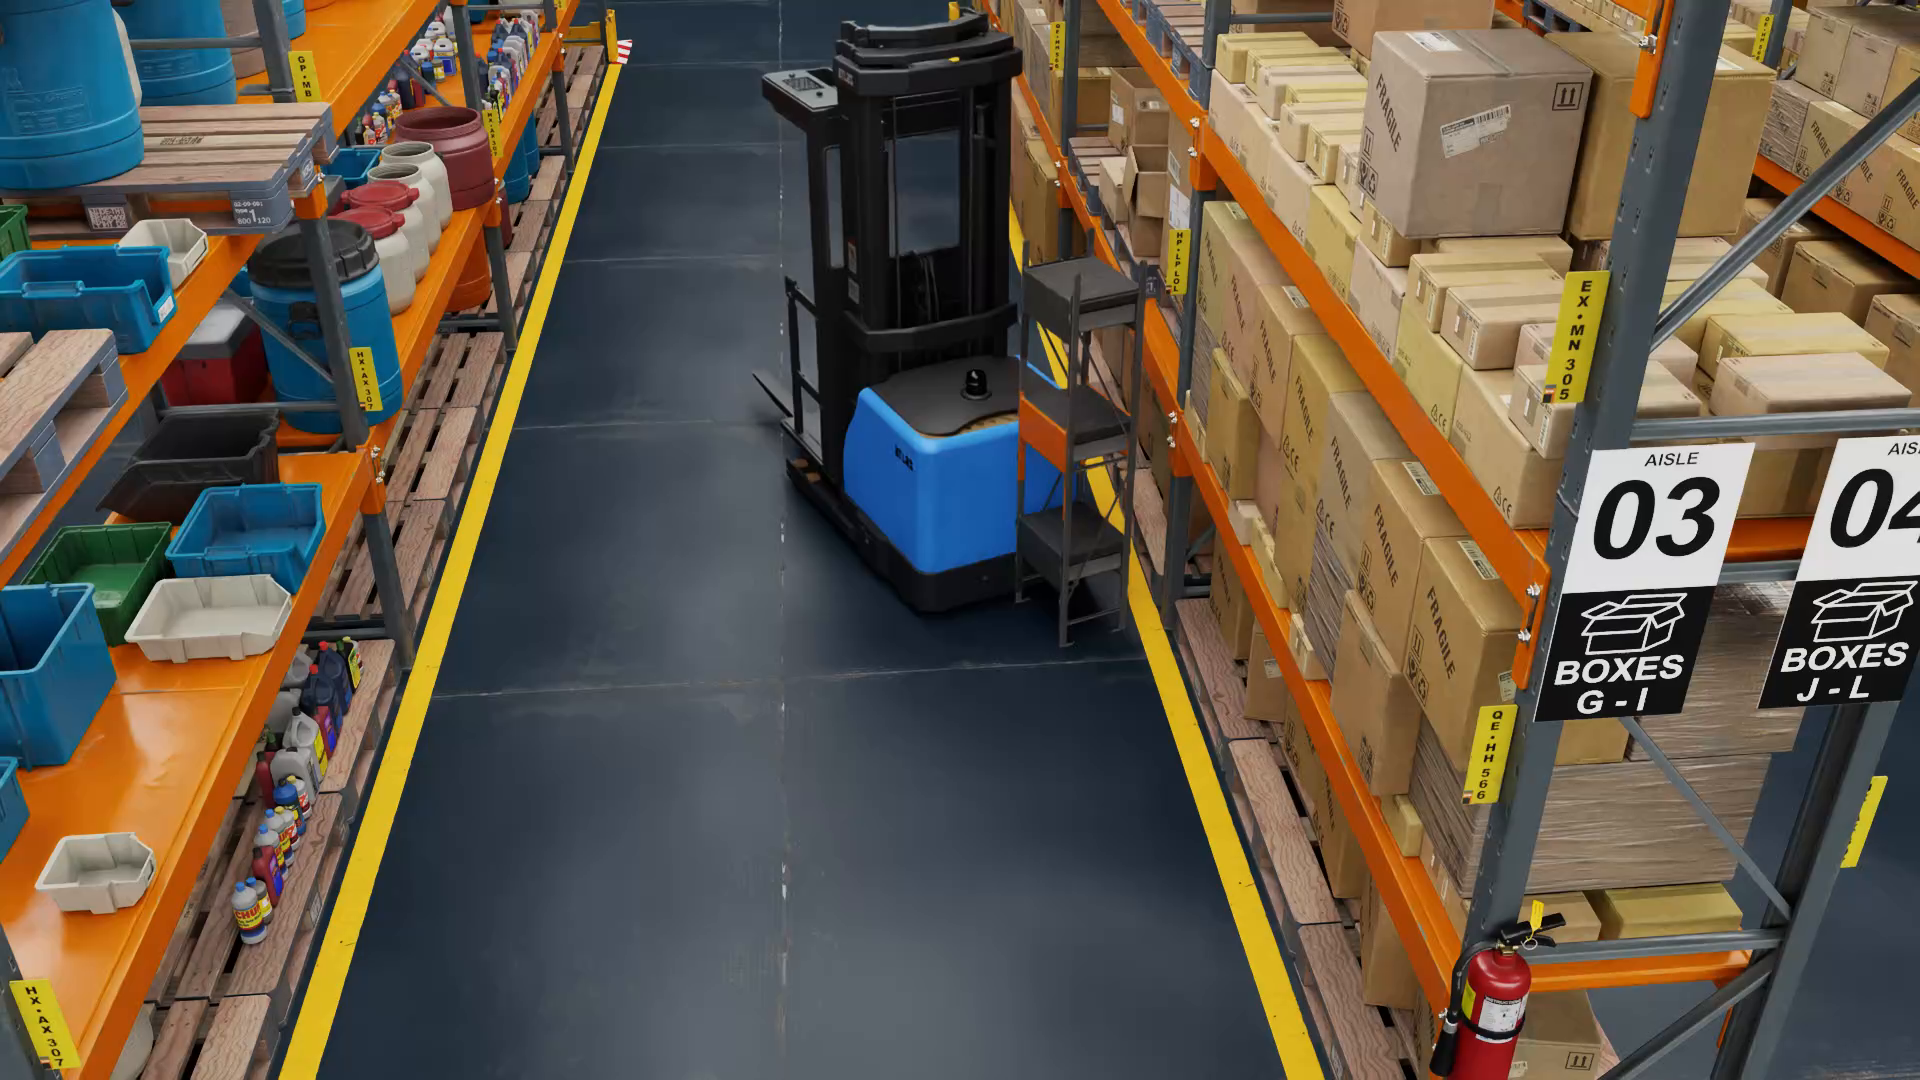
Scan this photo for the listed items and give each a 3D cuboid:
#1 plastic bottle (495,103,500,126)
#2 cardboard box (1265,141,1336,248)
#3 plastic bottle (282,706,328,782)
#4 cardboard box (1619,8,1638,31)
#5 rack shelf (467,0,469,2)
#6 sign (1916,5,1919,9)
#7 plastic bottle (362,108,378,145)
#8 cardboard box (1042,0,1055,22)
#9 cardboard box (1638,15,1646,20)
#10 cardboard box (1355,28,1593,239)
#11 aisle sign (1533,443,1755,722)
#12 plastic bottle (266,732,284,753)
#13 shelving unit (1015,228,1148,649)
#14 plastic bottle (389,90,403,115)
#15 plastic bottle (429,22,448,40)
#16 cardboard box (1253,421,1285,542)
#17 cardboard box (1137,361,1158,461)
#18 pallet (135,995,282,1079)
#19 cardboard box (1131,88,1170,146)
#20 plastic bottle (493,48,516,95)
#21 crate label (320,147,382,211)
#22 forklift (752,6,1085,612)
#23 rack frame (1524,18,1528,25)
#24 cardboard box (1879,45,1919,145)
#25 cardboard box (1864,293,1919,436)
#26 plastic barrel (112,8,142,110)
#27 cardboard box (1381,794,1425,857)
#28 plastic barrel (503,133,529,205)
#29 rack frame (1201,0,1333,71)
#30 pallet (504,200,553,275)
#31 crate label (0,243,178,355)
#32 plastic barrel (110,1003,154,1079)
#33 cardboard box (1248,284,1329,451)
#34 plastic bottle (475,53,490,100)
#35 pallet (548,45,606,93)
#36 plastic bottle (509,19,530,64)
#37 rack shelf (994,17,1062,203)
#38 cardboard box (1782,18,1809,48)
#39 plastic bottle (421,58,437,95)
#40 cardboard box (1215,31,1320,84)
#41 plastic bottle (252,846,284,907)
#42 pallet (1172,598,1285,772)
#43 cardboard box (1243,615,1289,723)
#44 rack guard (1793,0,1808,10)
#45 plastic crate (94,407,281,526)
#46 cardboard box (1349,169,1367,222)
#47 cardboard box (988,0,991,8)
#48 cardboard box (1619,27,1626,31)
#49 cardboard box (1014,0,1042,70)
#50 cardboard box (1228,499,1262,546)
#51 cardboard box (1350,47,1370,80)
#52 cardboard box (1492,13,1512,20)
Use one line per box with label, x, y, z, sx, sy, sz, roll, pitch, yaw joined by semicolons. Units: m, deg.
plastic bottle;-3.474;-3.173;12.331;0.097;0.201;0.097;0;31;0
cardboard box;1.467;-1.309;6.238;0.500;0.250;0.500;-4;31;-7
plastic bottle;-2.947;0.911;7.453;0.144;0.351;0.185;-3;31;-5
cardboard box;5.541;-4.169;13.350;0.380;0.149;0.250;-2;31;-3
rack shelf;-3.903;-4.657;12.398;1.077;0.370;4.000;-3;31;-5
sign;6.716;-3.606;11.732;0.100;0.325;0.005;-3;31;-5
plastic bottle;-4.200;-2.911;11.812;0.061;0.283;0.133;-3;31;-5
cardboard box;1.036;-4.417;13.144;0.797;0.503;0.637;-2;31;-3
cardboard box;5.570;-4.158;13.041;0.380;0.149;0.250;-3;31;-5
cardboard box;1.566;-1.262;5.138;0.500;0.500;0.500;-3;31;-5
aisle sign;1.670;0.120;4.089;0.394;0.787;0.004;-3;31;-5
plastic bottle;-3.046;0.958;7.440;0.061;0.283;0.133;-3;31;-5
shelving unit;0.596;-0.487;8.518;0.431;2.100;0.503;-15;34;-23
plastic bottle;-4.256;-3.283;12.515;0.097;0.201;0.097;0;31;0
plastic bottle;-4.391;-4.205;13.985;0.152;0.276;0.135;-3;31;-5
cardboard box;1.728;-0.283;6.910;0.875;0.500;0.500;-3;31;-5
cardboard box;1.475;-0.812;10.193;0.700;0.500;0.500;-5;31;-9
pallet;-3.093;2.173;5.906;1.003;0.211;1.213;-3;31;-5
cardboard box;1.458;-2.563;10.610;0.700;0.500;0.500;2;31;3
plastic bottle;-3.575;-3.662;13.004;0.144;0.351;0.185;-3;31;-5
crate label;-3.892;-2.152;10.393;0.502;0.435;0.616;-3;31;-5
forklift;-0.420;-1.603;9.576;1.130;2.935;3.031;-15;34;-23
rack frame;5.789;-5.122;15.401;1.000;3.000;0.127;-3;31;-5
cardboard box;6.294;-2.803;10.445;0.700;0.500;0.500;-3;31;-5
cardboard box;6.303;-1.058;10.380;1.050;0.750;0.750;-3;31;-5
plastic barrel;-3.497;-1.902;6.565;0.421;0.512;0.421;0;31;0
cardboard box;1.633;0.910;5.547;0.380;0.149;0.250;-3;31;-5
plastic barrel;-3.989;-3.339;14.051;0.600;0.901;0.708;-3;31;-5
rack frame;1.589;-3.428;6.713;1.000;3.000;0.127;-3;31;-5
pallet;-3.942;-2.482;13.699;1.003;0.211;1.213;-3;31;-5
crate label;-2.814;-0.768;5.330;0.502;0.251;0.408;-3;31;-5
plastic barrel;-3.153;1.727;5.950;0.421;0.512;0.421;0;31;0
cardboard box;1.473;-0.699;6.633;0.500;0.500;0.500;-3;31;-5
plastic bottle;-3.714;-3.586;12.877;0.144;0.351;0.185;-3;31;-5
pallet;-4.425;-5.121;18.118;1.003;0.211;1.213;-3;31;-5
plastic bottle;-3.661;-4.130;13.787;0.144;0.351;0.185;-3;31;-5
rack shelf;1.029;-3.607;13.564;1.077;0.370;4.000;-3;31;-5
cardboard box;6.285;-3.790;12.426;0.380;0.149;0.250;-4;31;-6
plastic bottle;-4.172;-3.645;13.053;0.097;0.271;0.097;0;31;0
cardboard box;1.313;-2.066;7.116;0.380;0.149;0.250;-4;31;-6
plastic bottle;-2.830;1.348;6.788;0.061;0.283;0.133;-2;31;-4
pallet;1.687;0.686;8.395;1.003;0.211;1.213;-3;31;-5
cardboard box;1.648;0.539;7.951;0.500;0.500;0.500;7;32;11
rack guard;10.332;-6.393;19.965;1.175;0.500;0.348;-3;31;-5
plastic crate;-3.420;-0.315;7.412;0.767;0.338;0.504;-3;31;-5
cardboard box;1.533;-1.138;5.562;0.380;0.149;0.250;-4;31;-7
cardboard box;0.463;-5.100;15.609;0.380;0.149;0.250;-2;31;-4
cardboard box;5.545;-4.038;13.420;0.380;0.149;0.250;-2;31;-3
cardboard box;0.730;-4.220;13.793;0.500;0.500;0.500;-3;31;-6
cardboard box;1.386;-0.109;7.252;0.380;0.149;0.250;-3;31;-5
cardboard box;1.841;-1.954;6.928;0.380;0.149;0.250;-2;31;-4
cardboard box;5.876;-5.591;17.976;0.380;0.149;0.250;-2;31;-3
